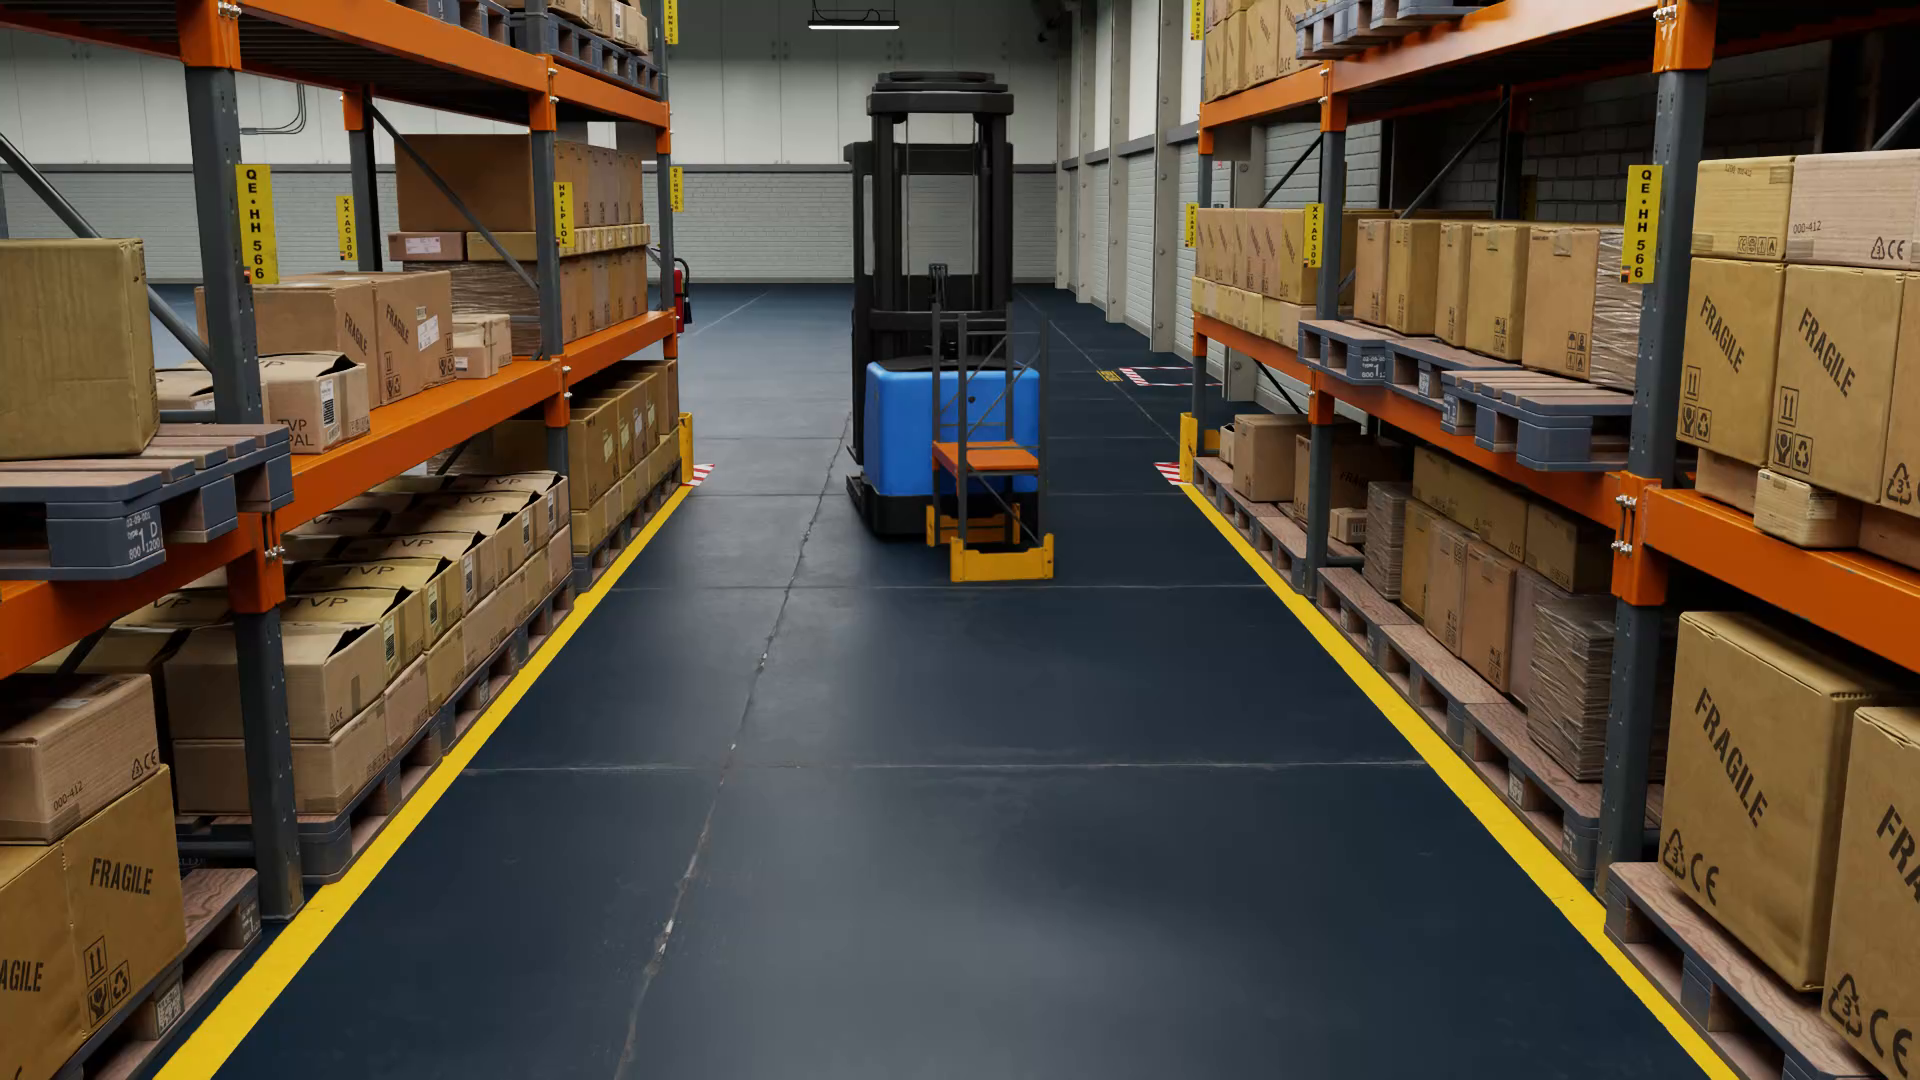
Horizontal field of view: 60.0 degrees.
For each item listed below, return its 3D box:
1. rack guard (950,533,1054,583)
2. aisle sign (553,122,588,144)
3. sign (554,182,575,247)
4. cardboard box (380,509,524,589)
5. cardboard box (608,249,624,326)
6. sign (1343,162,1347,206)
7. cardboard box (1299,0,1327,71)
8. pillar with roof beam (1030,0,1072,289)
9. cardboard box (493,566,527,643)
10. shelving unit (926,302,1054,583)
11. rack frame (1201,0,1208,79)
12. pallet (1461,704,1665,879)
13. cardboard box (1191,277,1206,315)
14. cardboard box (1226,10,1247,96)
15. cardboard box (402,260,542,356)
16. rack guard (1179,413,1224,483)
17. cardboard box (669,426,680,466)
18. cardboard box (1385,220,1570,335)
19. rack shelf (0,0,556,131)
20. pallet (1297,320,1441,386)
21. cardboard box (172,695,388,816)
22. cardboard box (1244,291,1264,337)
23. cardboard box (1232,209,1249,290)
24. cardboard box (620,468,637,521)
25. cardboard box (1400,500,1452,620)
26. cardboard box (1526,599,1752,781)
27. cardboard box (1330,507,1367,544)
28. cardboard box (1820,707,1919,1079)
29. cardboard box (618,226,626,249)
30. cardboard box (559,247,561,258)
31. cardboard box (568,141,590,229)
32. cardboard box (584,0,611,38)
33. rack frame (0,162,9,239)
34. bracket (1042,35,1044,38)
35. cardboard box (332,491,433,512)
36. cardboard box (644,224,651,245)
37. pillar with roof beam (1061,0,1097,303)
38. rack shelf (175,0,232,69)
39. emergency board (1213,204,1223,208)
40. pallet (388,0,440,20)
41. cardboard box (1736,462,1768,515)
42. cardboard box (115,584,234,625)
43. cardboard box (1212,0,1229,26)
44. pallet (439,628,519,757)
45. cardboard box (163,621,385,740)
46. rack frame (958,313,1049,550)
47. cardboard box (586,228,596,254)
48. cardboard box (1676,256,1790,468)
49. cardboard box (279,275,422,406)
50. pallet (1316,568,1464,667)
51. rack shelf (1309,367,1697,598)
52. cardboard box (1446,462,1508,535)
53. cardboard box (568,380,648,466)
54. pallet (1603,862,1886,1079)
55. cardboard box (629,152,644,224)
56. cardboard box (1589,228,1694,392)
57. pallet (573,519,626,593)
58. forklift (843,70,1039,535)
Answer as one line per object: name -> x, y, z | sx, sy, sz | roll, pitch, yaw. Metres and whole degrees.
rack guard -> 0.240, 0.101, 9.432 | 0.587, 0.250, 0.087 | -2, 12, -9
aisle sign -> -2.966, -3.217, 12.333 | 0.394, 0.787, 0.004 | 0, 11, -1
sign -> -2.033, -1.669, 8.527 | 0.100, 0.325, 0.005 | 0, 11, -1
cardboard box -> -2.256, 0.013, 7.400 | 0.500, 0.311, 0.500 | 0, 11, -1
cardboard box -> -2.641, -1.684, 11.065 | 0.700, 0.500, 0.500 | 0, 11, -1
sign -> 2.850, -2.673, 12.482 | 0.100, 0.325, 0.005 | 0, 11, -1
cardboard box -> 2.119, -2.786, 8.900 | 0.500, 0.500, 0.500 | 0, 11, 0
pillar with roof beam -> -1.750, -10.702, 40.680 | 9.100, 9.000, 0.548 | 0, 11, -1
cardboard box -> -2.258, 0.289, 7.448 | 0.500, 0.250, 0.500 | 0, 11, 0
shelving unit -> 0.161, -0.609, 9.790 | 0.587, 1.500, 1.083 | -2, 12, -9
rack frame -> 2.294, -4.892, 12.041 | 1.000, 3.000, 0.127 | 0, 11, -1
pallet -> 2.445, 0.849, 5.842 | 1.003, 0.211, 1.213 | 0, 11, -1
cardboard box -> 1.987, -1.790, 12.166 | 0.500, 0.250, 0.500 | -1, 11, -3
cardboard box -> 2.041, -3.203, 10.959 | 0.500, 0.500, 0.500 | 0, 11, 1
cardboard box -> -2.591, -1.273, 9.039 | 0.700, 0.500, 0.500 | -1, 11, -3
rack guard -> 2.296, -0.712, 12.811 | 1.175, 0.500, 0.348 | 0, 11, -1
cardboard box -> -2.352, -0.684, 12.246 | 0.500, 0.250, 0.500 | 0, 11, -1
cardboard box -> 2.358, -1.209, 7.617 | 0.700, 0.500, 0.500 | 1, 12, 5
rack shelf -> -2.534, -1.856, 6.428 | 1.077, 0.370, 4.000 | 0, 11, -1
pallet -> 2.247, -0.911, 7.985 | 1.003, 0.211, 1.213 | 0, 11, -1
cardboard box -> -2.210, 0.696, 5.446 | 0.500, 0.250, 0.500 | 0, 11, -1
cardboard box -> 2.036, -1.385, 10.170 | 0.500, 0.250, 0.500 | 0, 11, -1
cardboard box -> 2.031, -1.856, 10.605 | 0.500, 0.500, 0.500 | 0, 11, 1
cardboard box -> -2.293, -0.286, 10.286 | 0.500, 0.250, 0.500 | 0, 11, -1
cardboard box -> 2.470, 0.101, 7.697 | 0.700, 0.500, 0.500 | 0, 11, -2
cardboard box -> 2.393, 0.505, 5.708 | 0.700, 0.500, 0.500 | 0, 11, 0
cardboard box -> 2.336, -0.090, 9.480 | 0.380, 0.166, 0.250 | -2, 12, -9
cardboard box -> 2.355, 0.807, 3.389 | 0.750, 0.750, 0.750 | 0, 11, -1
cardboard box -> -2.439, -2.018, 11.078 | 0.380, 0.149, 0.250 | 0, 11, 1
cardboard box -> -2.393, -1.607, 9.053 | 0.380, 0.149, 0.250 | 0, 11, 0
cardboard box -> -2.613, -2.109, 9.896 | 0.700, 0.500, 0.500 | 0, 11, -1
cardboard box -> -2.484, -3.259, 9.866 | 0.797, 0.503, 0.637 | 1, 12, 5
rack frame -> -7.611, -1.911, 12.437 | 1.000, 3.000, 0.127 | 0, 11, -1
bracket -> 2.153, -12.919, 42.552 | 0.076, 0.066, 3.189 | 0, 11, -1
cardboard box -> -2.811, -0.086, 7.889 | 0.500, 0.311, 0.500 | 0, 11, -2
cardboard box -> -2.460, -2.223, 12.088 | 0.380, 0.149, 0.250 | 0, 11, -2
pillar with roof beam -> -1.626, -9.510, 34.801 | 9.100, 9.000, 0.548 | 0, 11, -1
rack shelf -> -2.452, -1.061, 2.508 | 1.077, 0.370, 4.000 | 0, 11, -1
emergency board -> 3.037, -3.501, 20.270 | 0.194, 1.169, 0.643 | 0, 11, -1
pallet -> -2.622, -2.075, 6.174 | 1.003, 0.211, 1.213 | 0, 11, 1
cardboard box -> 2.231, -0.132, 4.247 | 0.380, 0.149, 0.250 | 0, 11, 0
cardboard box -> -2.767, 0.320, 5.888 | 0.500, 0.311, 0.500 | 0, 11, -2
cardboard box -> 2.019, -3.794, 11.353 | 0.500, 0.500, 0.500 | 0, 11, -2
pallet -> -2.493, 0.620, 6.972 | 1.003, 0.211, 1.213 | 0, 11, -1
cardboard box -> -2.210, 0.421, 5.390 | 0.500, 0.311, 0.500 | 0, 11, 1
rack frame -> 0.240, -0.511, 9.307 | 0.500, 1.500, 0.032 | -2, 12, -9
cardboard box -> -2.418, -1.813, 10.069 | 0.380, 0.149, 0.250 | -1, 11, -3
cardboard box -> 2.214, -0.469, 4.276 | 0.500, 0.500, 0.500 | 0, 11, 1
cardboard box -> -2.555, -0.828, 6.844 | 0.500, 0.500, 0.500 | 0, 11, -1
pallet -> 2.394, 0.364, 8.232 | 1.003, 0.211, 1.213 | 0, 11, -1
rack shelf -> 2.418, -0.407, 6.830 | 1.077, 0.370, 4.000 | 0, 11, -1
cardboard box -> 2.436, -0.178, 7.186 | 0.500, 0.250, 0.500 | -1, 11, -3
cardboard box -> -2.305, -0.753, 10.702 | 0.500, 0.500, 0.500 | 0, 11, -1
pallet -> 2.400, 1.162, 4.302 | 1.003, 0.211, 1.213 | 0, 11, -1
cardboard box -> -2.660, -2.513, 11.885 | 0.700, 0.500, 0.500 | 0, 11, -1
cardboard box -> 2.440, -0.720, 5.205 | 0.700, 0.500, 0.500 | -2, 12, -8
pallet -> -2.550, 0.072, 9.671 | 1.003, 0.211, 1.213 | 0, 11, -1
forklift -> -0.222, -1.714, 11.635 | 1.130, 2.935, 3.031 | -2, 12, -9
